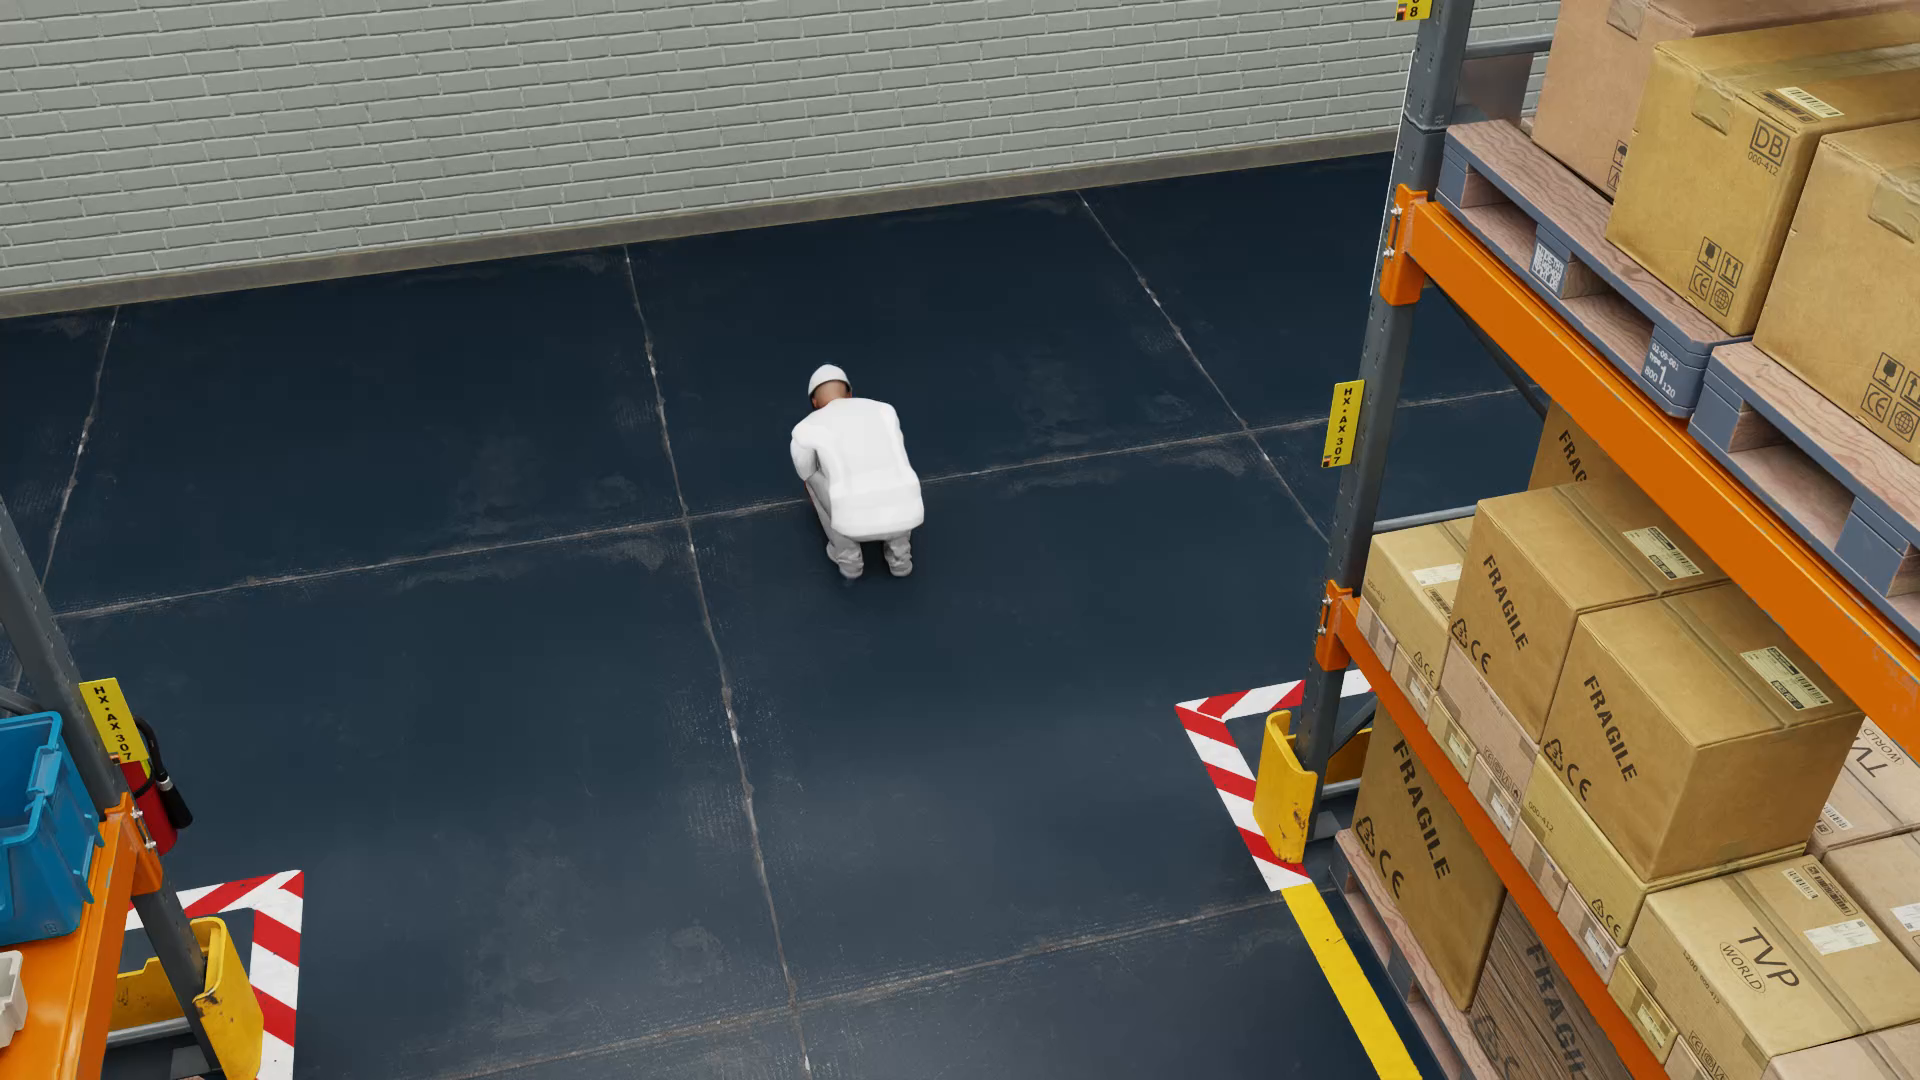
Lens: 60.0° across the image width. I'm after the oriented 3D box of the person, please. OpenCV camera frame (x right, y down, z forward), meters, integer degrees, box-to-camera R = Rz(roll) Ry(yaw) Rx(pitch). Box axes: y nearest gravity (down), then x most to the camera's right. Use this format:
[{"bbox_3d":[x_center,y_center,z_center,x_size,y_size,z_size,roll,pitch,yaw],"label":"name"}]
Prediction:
[{"bbox_3d":[-0.500,-0.265,7.880,0.550,0.888,0.923,-10,39,-12],"label":"person"}]
